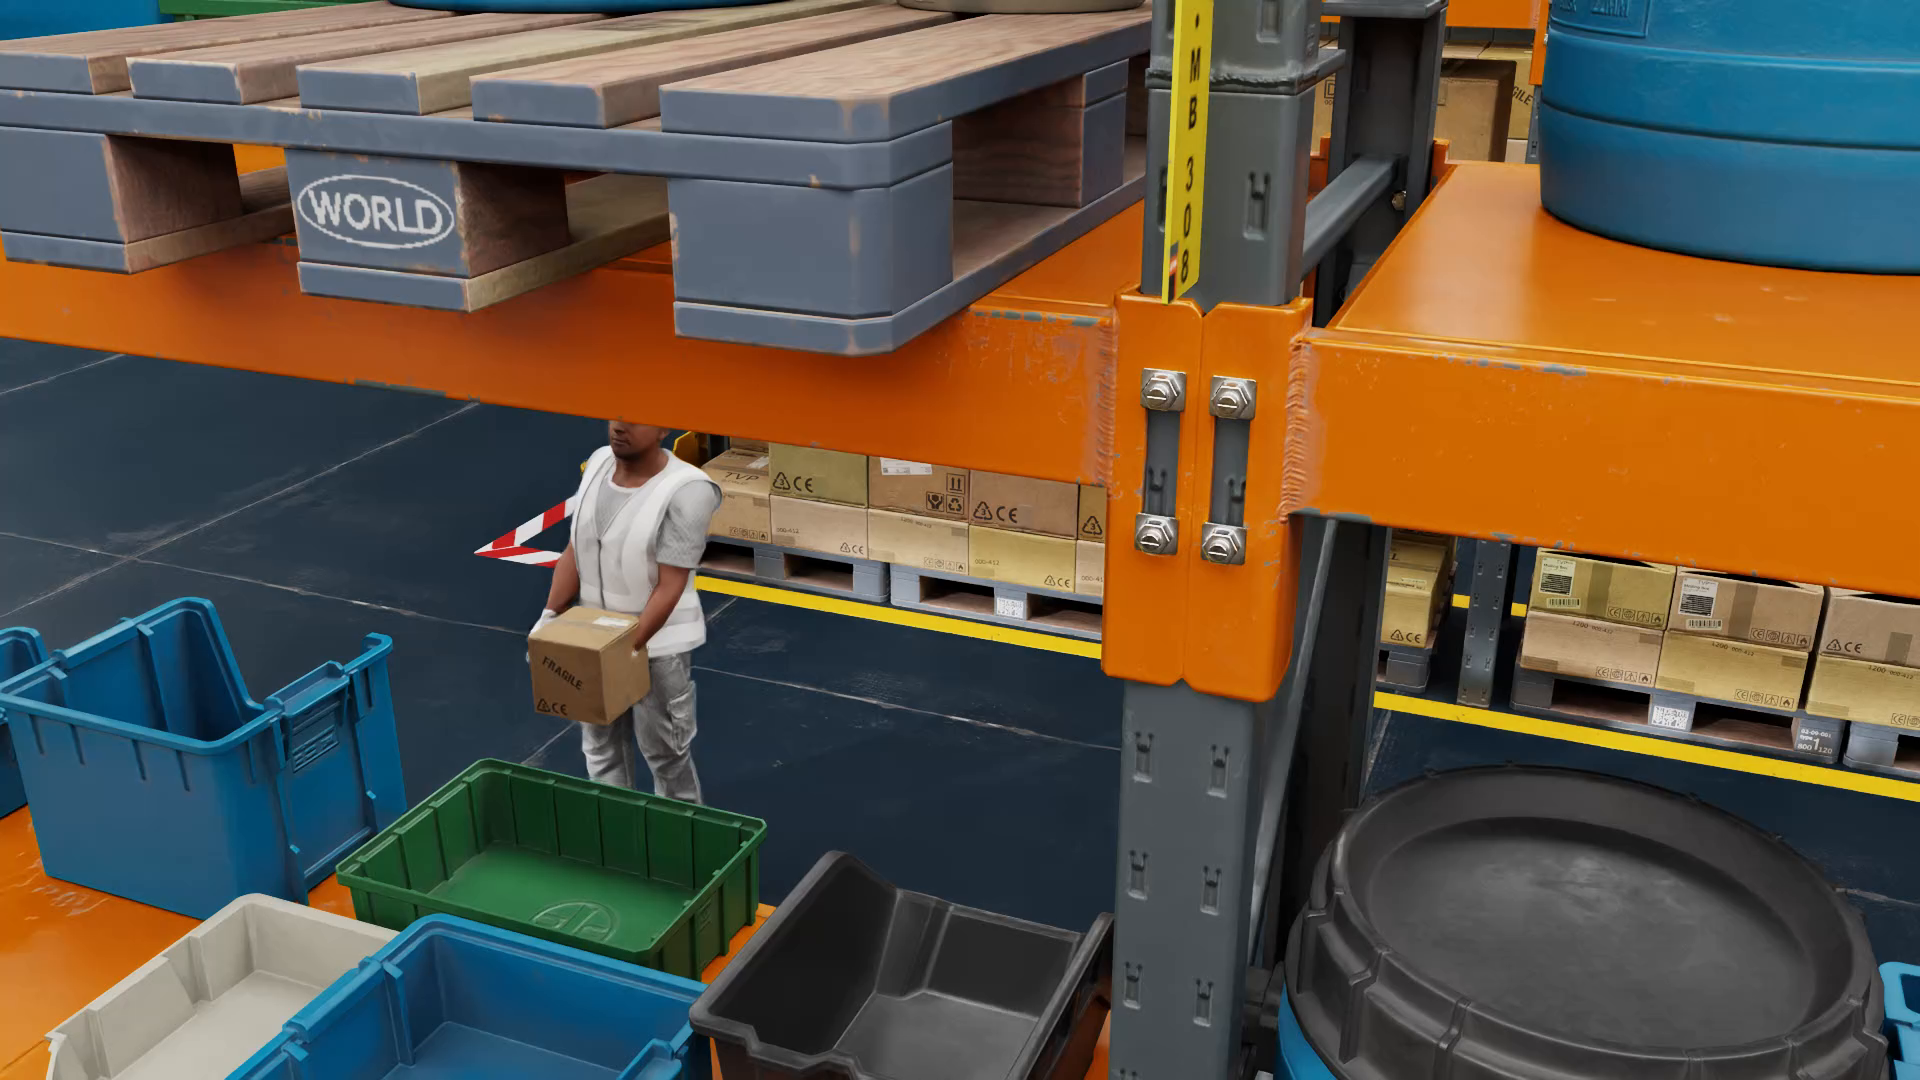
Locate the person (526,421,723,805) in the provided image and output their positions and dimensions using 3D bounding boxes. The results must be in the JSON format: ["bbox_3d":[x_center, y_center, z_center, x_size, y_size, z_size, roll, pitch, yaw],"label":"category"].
[{"bbox_3d":[-1.052,0.348,5.201,0.526,1.788,0.550,16,27,34],"label":"person"}]
